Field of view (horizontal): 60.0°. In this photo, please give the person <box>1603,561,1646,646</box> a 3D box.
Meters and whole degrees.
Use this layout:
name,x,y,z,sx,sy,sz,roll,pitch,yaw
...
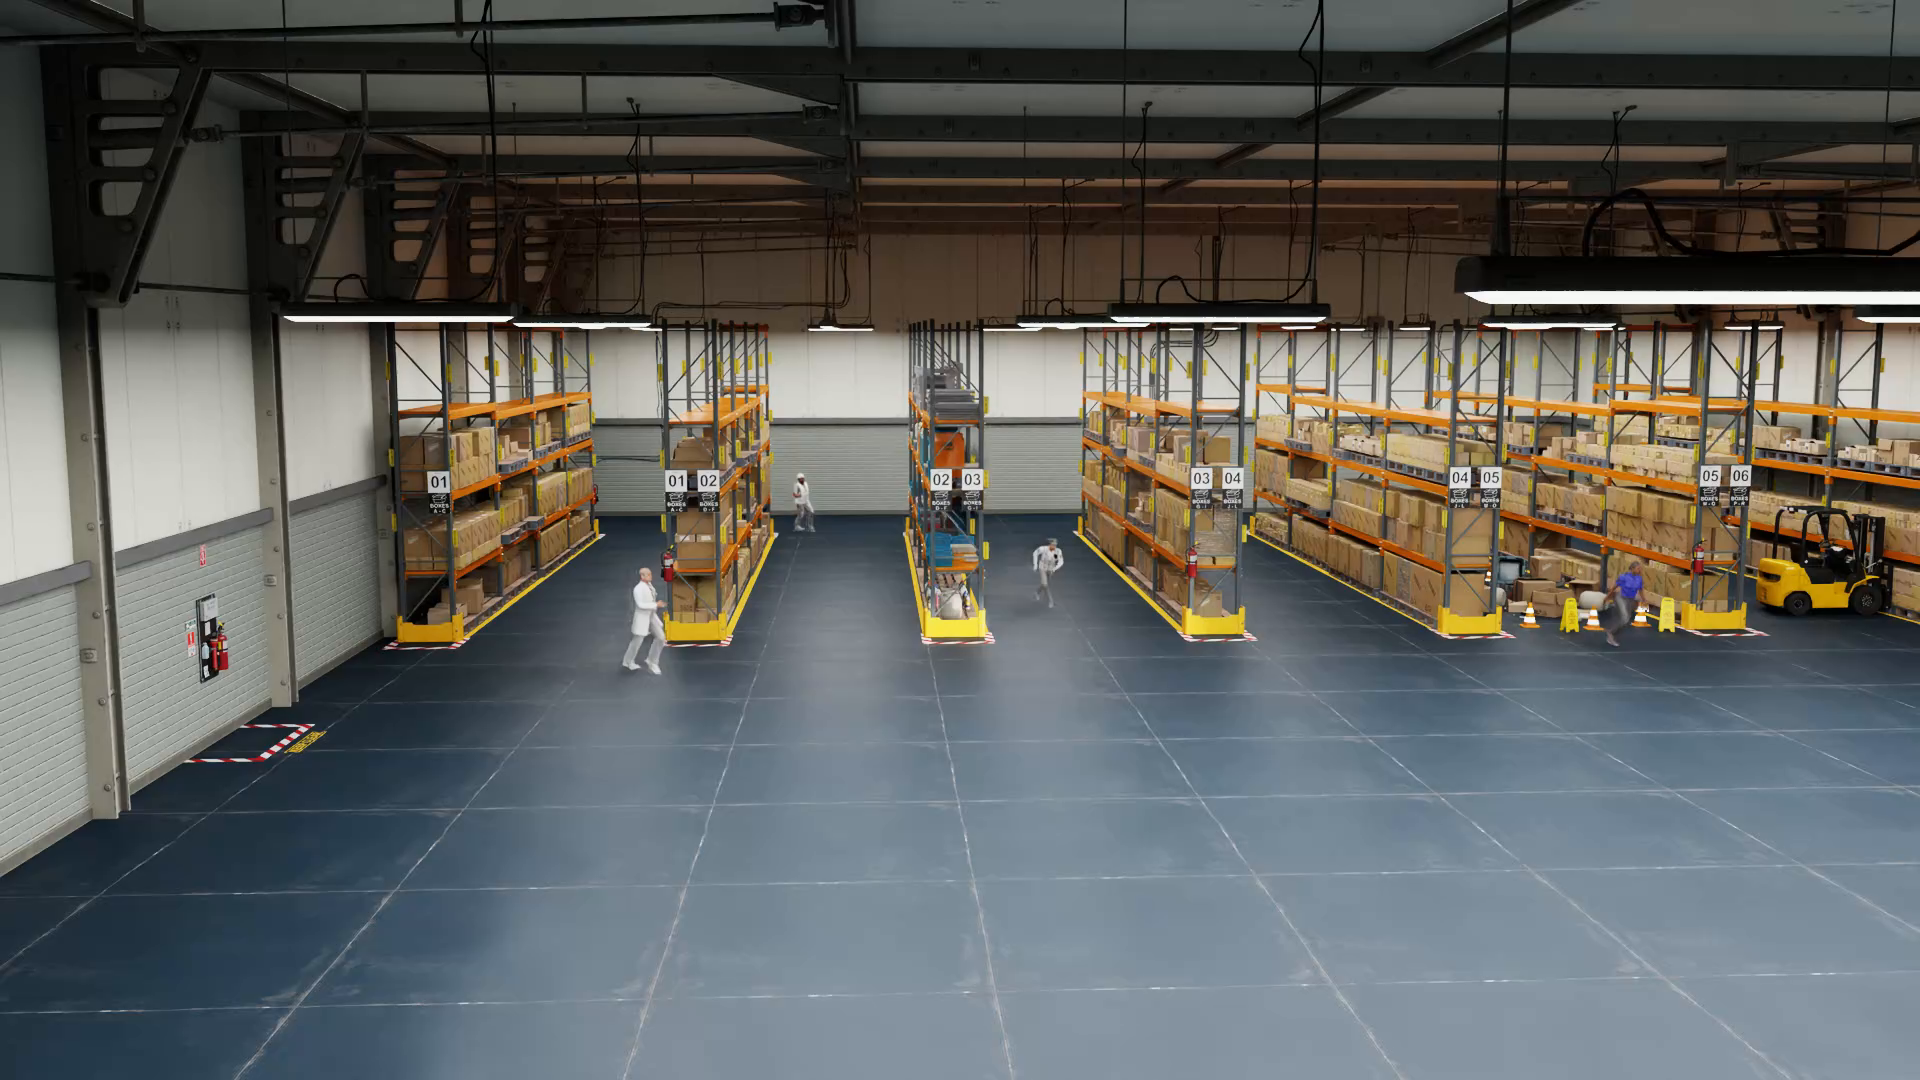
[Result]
name,x,y,z,sx,sy,sz,roll,pitch,yaw
person,12.232,1.166,30.549,0.583,1.603,0.672,-3,8,-21

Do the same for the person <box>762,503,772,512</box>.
name,x,y,z,sx,sy,sz,roll,pitch,yaw
person,-6.014,-1.263,50.446,0.547,1.540,0.546,-4,8,-31

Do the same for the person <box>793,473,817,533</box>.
name,x,y,z,sx,sy,sz,roll,pitch,yaw
person,-4.602,-1.053,47.976,0.701,1.788,0.753,5,9,37

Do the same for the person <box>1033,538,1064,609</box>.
name,x,y,z,sx,sy,sz,roll,pitch,yaw
person,1.834,0.664,35.173,0.601,1.507,1.024,-2,7,-14

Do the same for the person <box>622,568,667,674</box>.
name,x,y,z,sx,sy,sz,roll,pitch,yaw
person,-5.335,1.380,28.141,0.912,1.837,0.646,3,8,25
